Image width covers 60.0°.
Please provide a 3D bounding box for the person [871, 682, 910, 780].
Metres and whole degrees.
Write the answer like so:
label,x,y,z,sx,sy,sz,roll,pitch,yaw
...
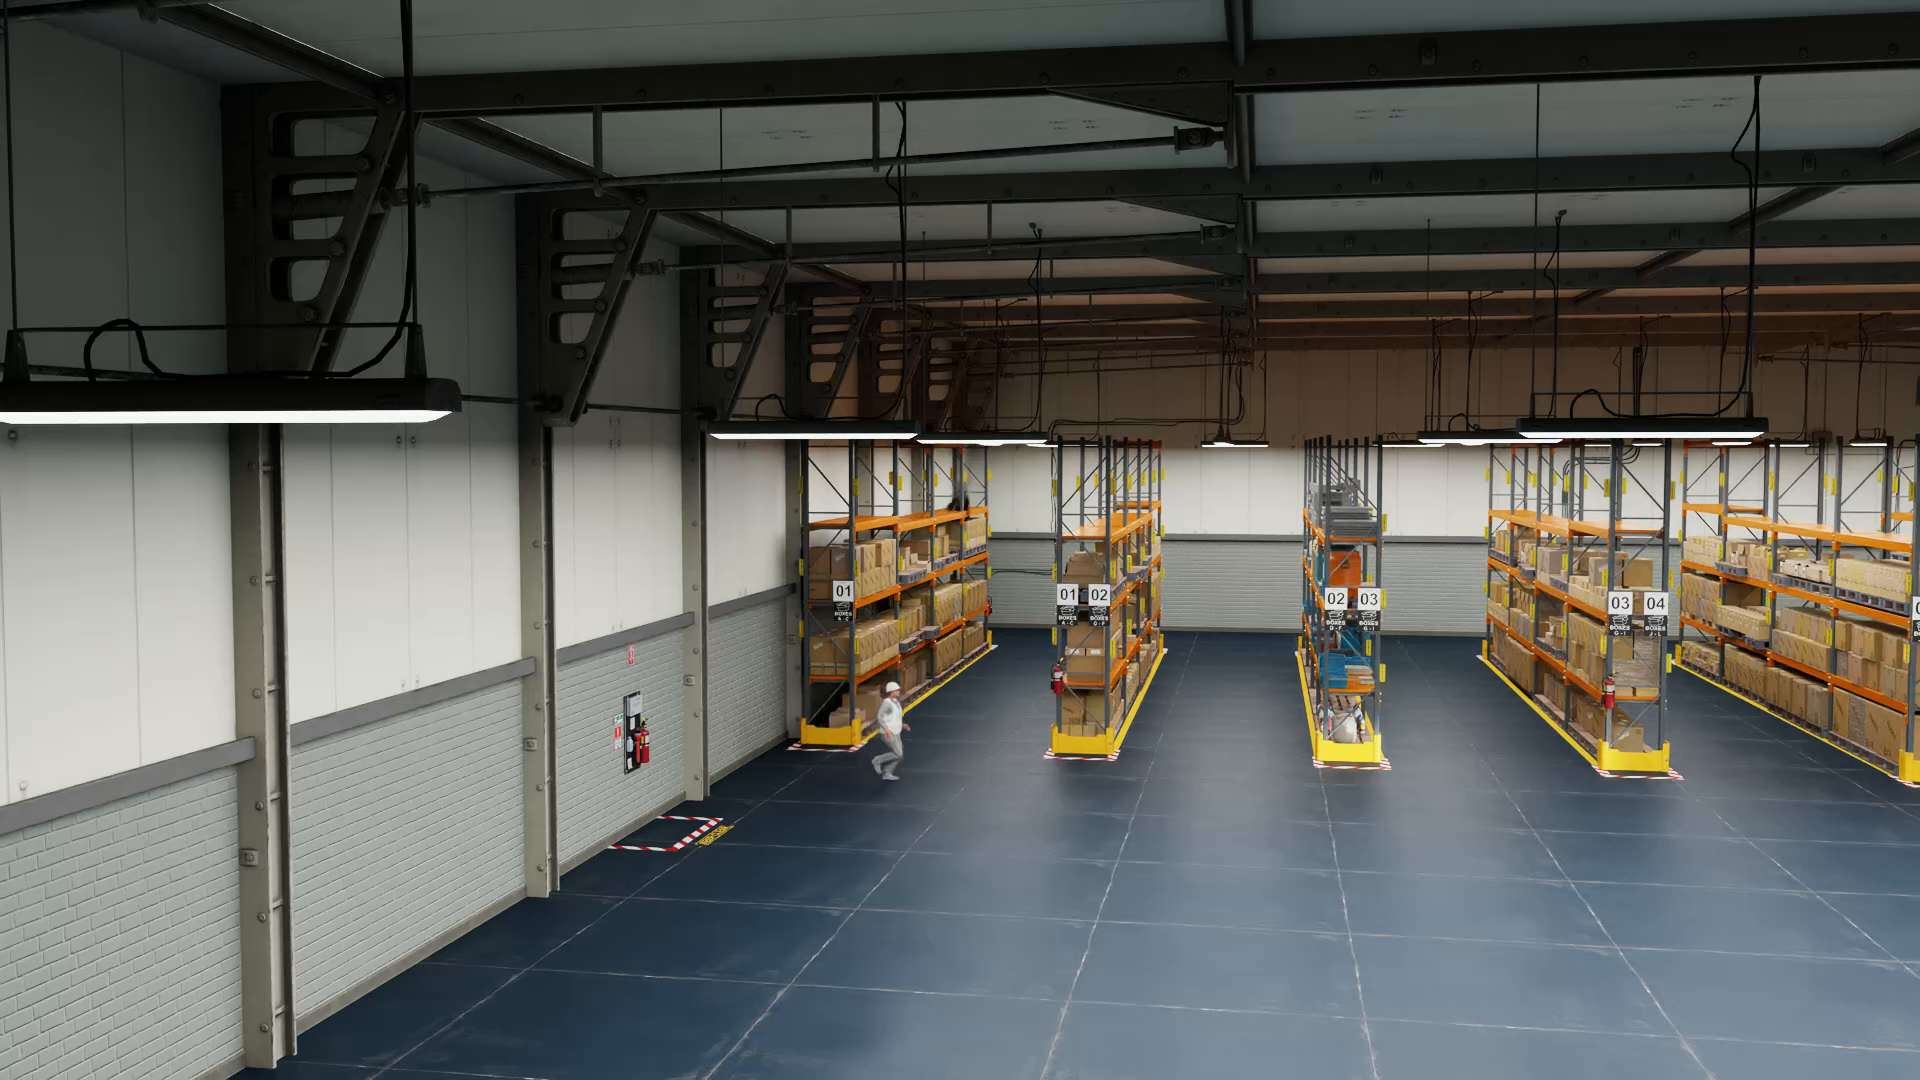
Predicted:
label,x,y,z,sx,sy,sz,roll,pitch,yaw
person,-1.197,3.308,28.772,0.623,1.716,0.652,1,3,19
